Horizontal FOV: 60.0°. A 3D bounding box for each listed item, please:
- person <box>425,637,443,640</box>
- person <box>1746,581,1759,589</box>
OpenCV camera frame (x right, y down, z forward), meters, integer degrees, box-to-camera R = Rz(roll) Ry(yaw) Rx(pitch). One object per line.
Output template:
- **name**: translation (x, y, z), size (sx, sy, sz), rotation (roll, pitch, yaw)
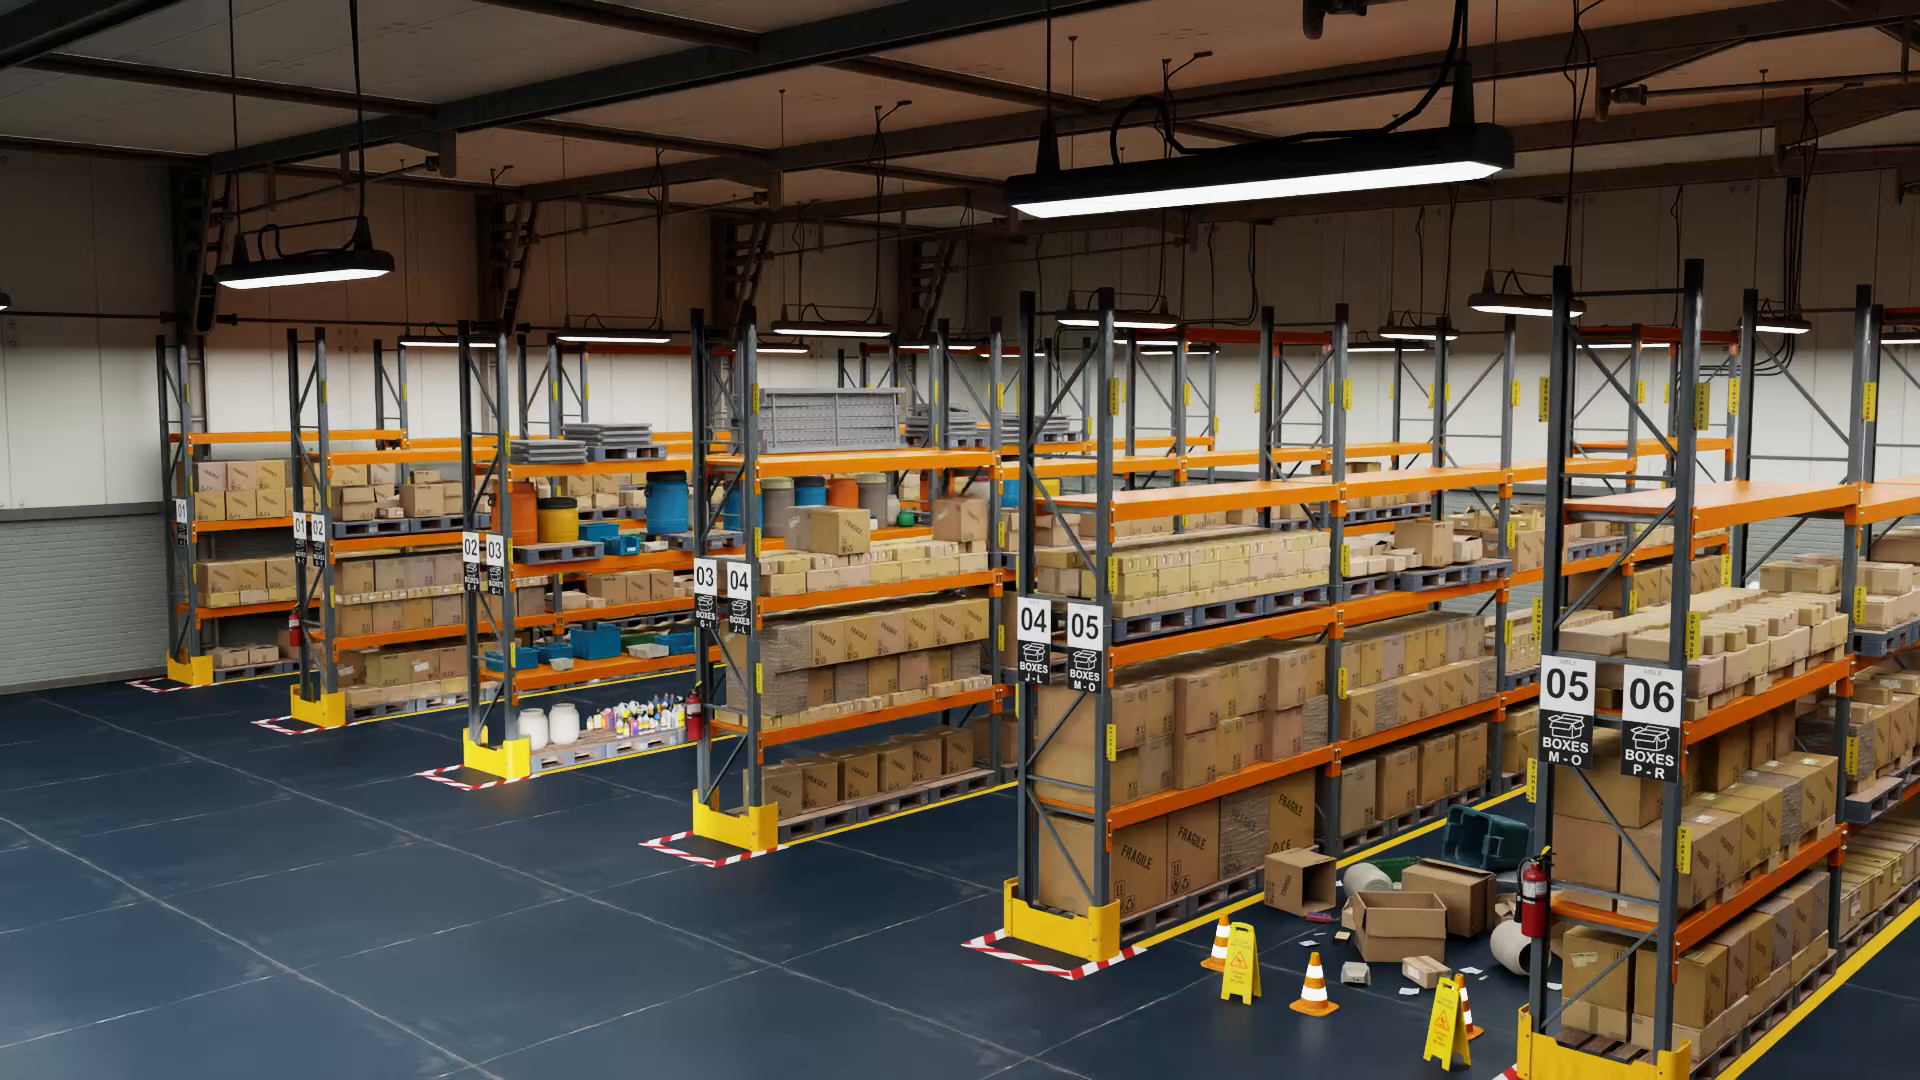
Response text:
- **person**: translation (-9.113, 1.684, 28.616), size (0.565, 1.630, 0.808), rotation (3, 6, 27)
- **person**: translation (13.860, 1.581, 28.928), size (0.993, 1.736, 0.521), rotation (2, 6, 24)
